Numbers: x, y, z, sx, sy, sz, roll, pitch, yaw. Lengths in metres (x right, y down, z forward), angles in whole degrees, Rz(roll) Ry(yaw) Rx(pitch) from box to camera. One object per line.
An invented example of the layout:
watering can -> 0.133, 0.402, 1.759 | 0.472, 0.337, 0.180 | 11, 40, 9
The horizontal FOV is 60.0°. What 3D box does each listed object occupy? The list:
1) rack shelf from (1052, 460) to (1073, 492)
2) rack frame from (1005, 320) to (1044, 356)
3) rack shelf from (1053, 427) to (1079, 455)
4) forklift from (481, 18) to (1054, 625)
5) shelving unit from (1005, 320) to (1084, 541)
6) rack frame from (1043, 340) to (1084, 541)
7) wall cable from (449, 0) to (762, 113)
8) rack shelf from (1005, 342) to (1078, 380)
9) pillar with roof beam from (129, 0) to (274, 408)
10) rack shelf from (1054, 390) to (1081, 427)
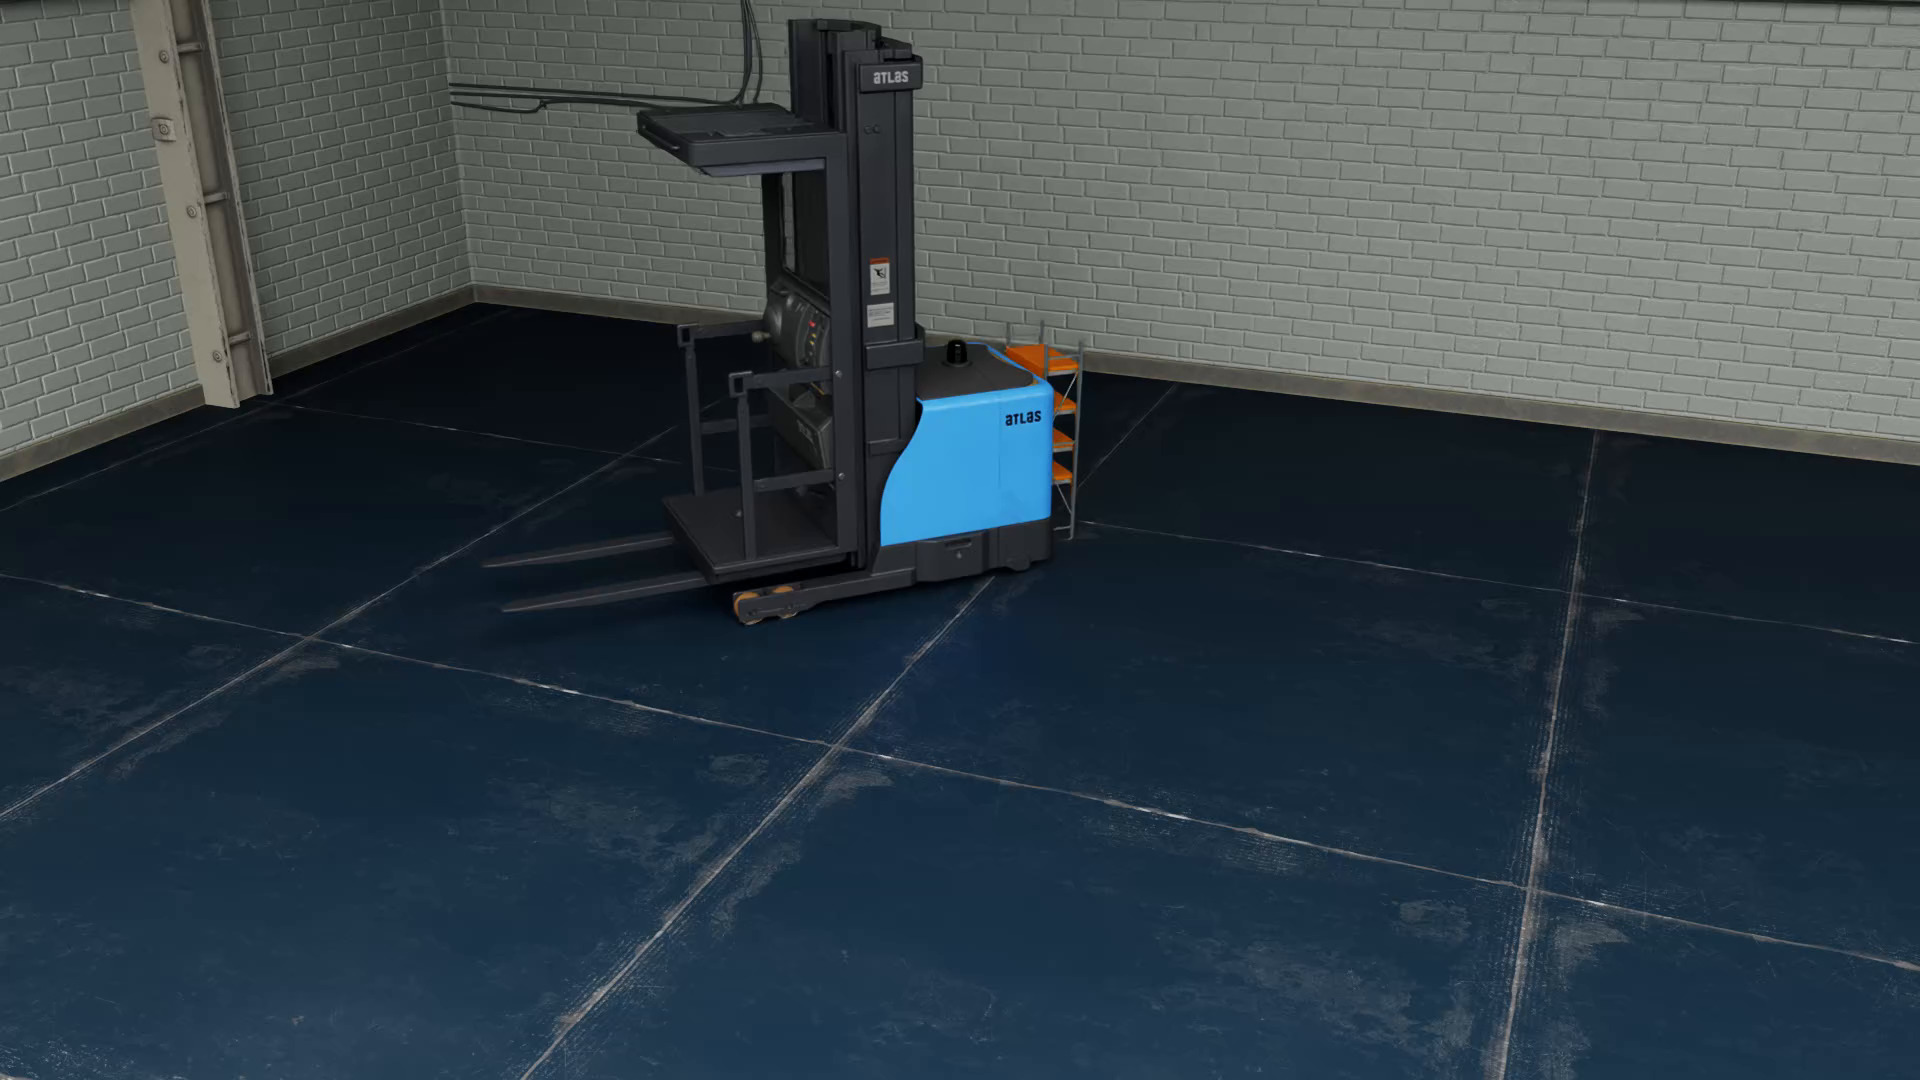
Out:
rack shelf -> 0.460, -0.383, 9.791 | 0.258, 0.148, 0.480 | -8, 24, -23
rack frame -> 0.366, -0.715, 9.896 | 0.240, 1.200, 0.015 | -8, 24, -23
rack shelf -> 0.465, -0.567, 9.716 | 0.258, 0.148, 0.480 | -8, 24, -23
forklift -> -1.039, -1.142, 8.681 | 3.031, 2.935, 1.130 | -10, 25, -22
shelving unit -> 0.467, -0.629, 9.691 | 0.258, 1.200, 0.503 | -8, 24, -23
rack frame -> 0.567, -0.544, 9.486 | 0.240, 1.200, 0.015 | -8, 24, -23
wall cable -> -2.992, -4.629, 13.185 | 3.097, 2.526, 0.112 | 9, 24, 20
rack shelf -> 0.476, -0.994, 9.543 | 0.258, 0.148, 0.480 | -8, 24, -23
pillar with roof beam -> -1.317, -4.581, 9.041 | 9.100, 9.000, 0.400 | 9, 24, 20
rack shelf -> 0.470, -0.774, 9.632 | 0.258, 0.148, 0.480 | -8, 24, -23
